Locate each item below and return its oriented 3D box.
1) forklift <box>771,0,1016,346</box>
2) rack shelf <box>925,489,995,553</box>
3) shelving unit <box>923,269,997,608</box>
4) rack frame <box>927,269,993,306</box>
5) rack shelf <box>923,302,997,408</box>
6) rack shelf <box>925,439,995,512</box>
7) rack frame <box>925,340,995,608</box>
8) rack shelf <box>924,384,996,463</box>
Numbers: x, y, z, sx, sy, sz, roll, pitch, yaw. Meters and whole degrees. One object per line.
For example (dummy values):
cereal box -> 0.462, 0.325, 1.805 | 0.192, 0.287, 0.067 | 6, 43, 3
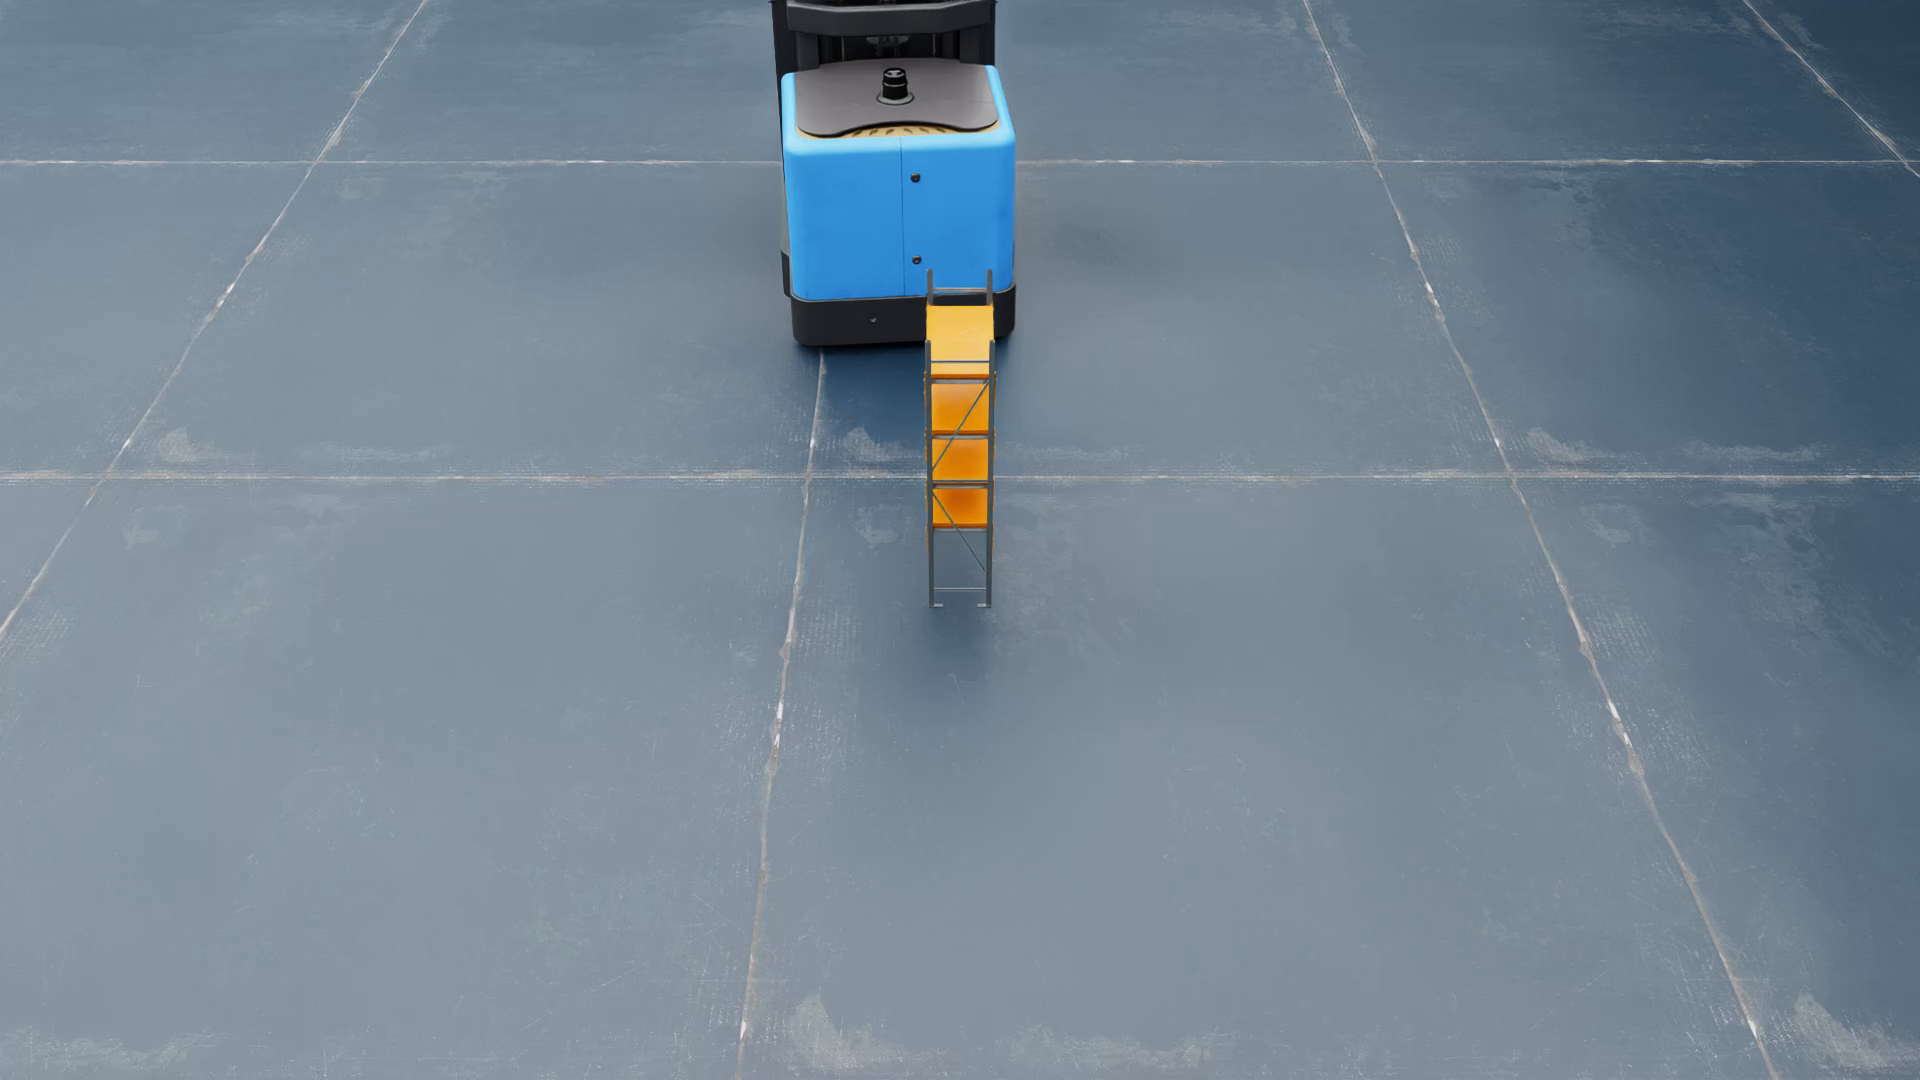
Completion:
forklift -> -0.395, -2.960, 8.099 | 1.130, 2.935, 3.031 | -3, 39, -4
rack shelf -> 0.000, -0.157, 6.412 | 0.258, 0.148, 0.480 | 0, 39, 0
shelving unit -> 0.000, -0.365, 6.246 | 0.258, 1.200, 0.503 | 0, 39, 0
rack frame -> 0.000, -0.517, 6.436 | 0.240, 1.200, 0.015 | 0, 39, 0
rack shelf -> 0.000, -0.671, 6.000 | 0.258, 0.148, 0.480 | 0, 39, 0
rack shelf -> 0.000, -0.312, 6.288 | 0.258, 0.148, 0.480 | 0, 39, 0
rack frame -> 0.000, -0.212, 6.055 | 0.240, 1.200, 0.015 | 0, 39, 0
rack shelf -> 0.000, -0.487, 6.148 | 0.258, 0.148, 0.480 | 0, 39, 0
